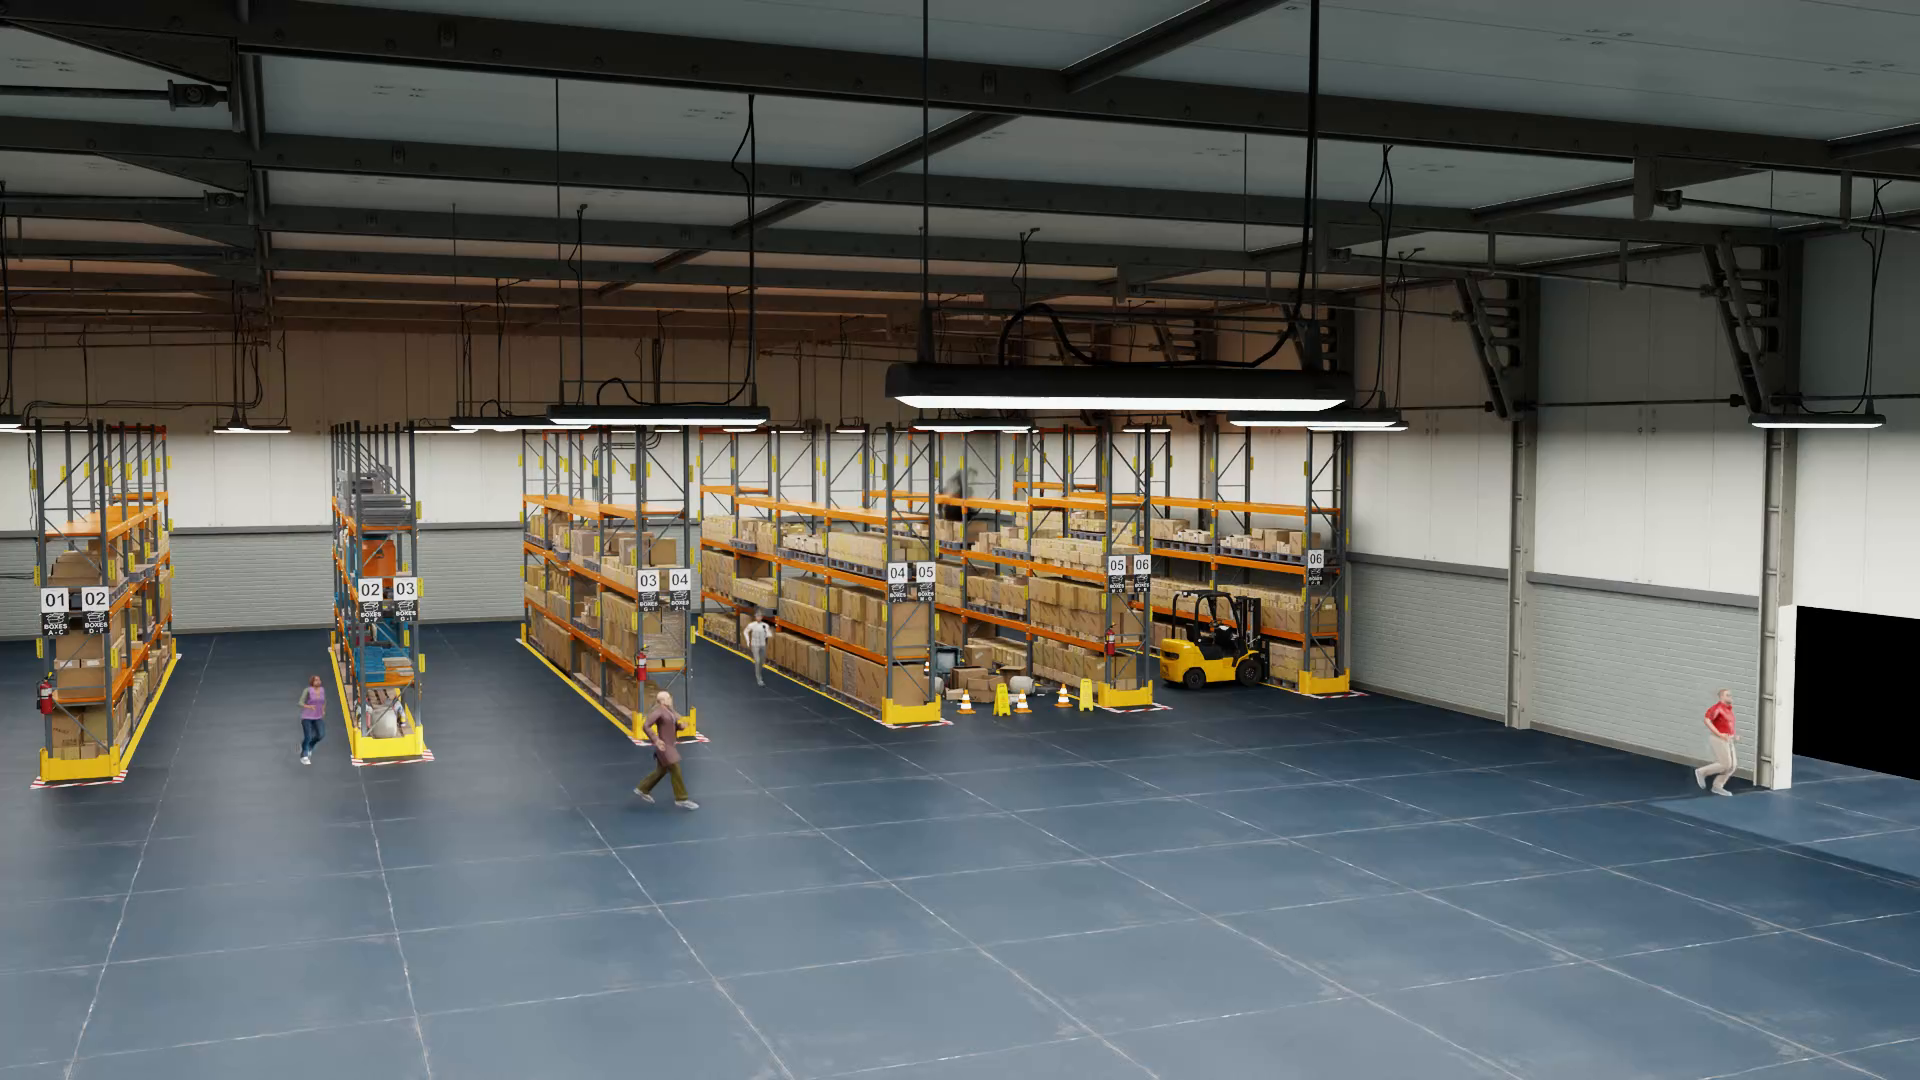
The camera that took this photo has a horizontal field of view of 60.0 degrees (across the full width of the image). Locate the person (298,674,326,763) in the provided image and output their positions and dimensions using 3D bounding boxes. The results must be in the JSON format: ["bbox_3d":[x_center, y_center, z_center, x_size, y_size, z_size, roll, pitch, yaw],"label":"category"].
[{"bbox_3d":[-11.278,3.128,29.105,0.550,1.553,0.550,3,5,43],"label":"person"}]

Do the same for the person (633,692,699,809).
[{"bbox_3d":[-4.517,3.210,25.499,1.043,1.783,0.695,0,4,1],"label":"person"}]

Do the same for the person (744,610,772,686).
[{"bbox_3d":[-4.641,2.457,38.373,0.610,1.686,0.936,-1,4,-23],"label":"person"}]

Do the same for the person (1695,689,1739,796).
[{"bbox_3d":[12.172,3.230,26.656,0.696,1.673,0.566,-3,5,-40],"label":"person"}]
